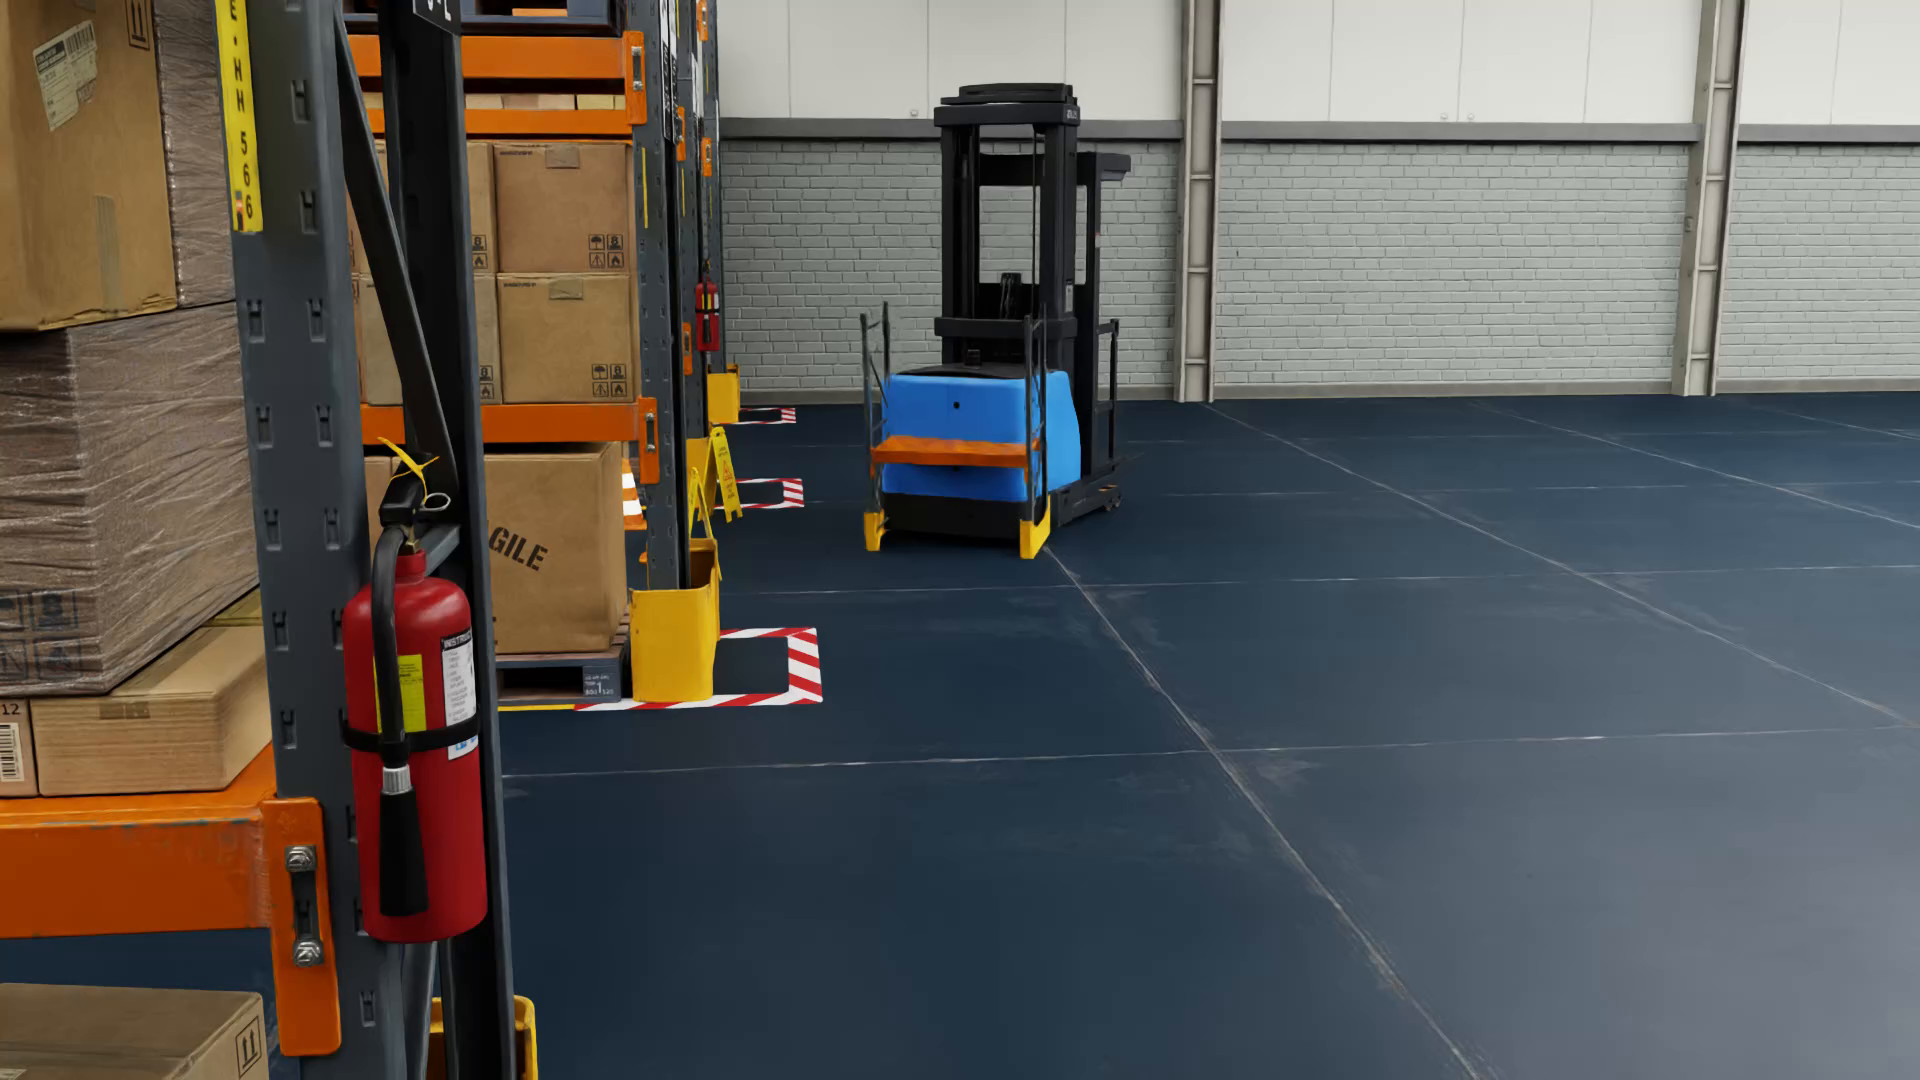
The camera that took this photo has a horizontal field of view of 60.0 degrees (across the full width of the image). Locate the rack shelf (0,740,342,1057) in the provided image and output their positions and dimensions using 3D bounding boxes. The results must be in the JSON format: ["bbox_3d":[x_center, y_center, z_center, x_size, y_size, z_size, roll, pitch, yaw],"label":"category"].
[{"bbox_3d":[-2.900,0.473,2.551,4.000,0.370,1.077,-1,11,-6],"label":"rack shelf"}]

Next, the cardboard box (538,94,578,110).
[{"bbox_3d":[-2.818,-3.099,11.732,0.250,0.149,0.380,-1,11,-4],"label":"cardboard box"}]

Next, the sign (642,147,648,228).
[{"bbox_3d":[-1.302,-1.455,6.878,0.005,0.325,0.100,-1,11,-6],"label":"sign"}]

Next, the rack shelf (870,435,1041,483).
[{"bbox_3d":[-0.012,-0.532,10.479,1.000,0.185,0.538,3,17,14],"label":"rack shelf"}]

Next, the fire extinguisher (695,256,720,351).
[{"bbox_3d":[-1.818,-1.698,11.931,0.183,0.674,0.296,-1,11,-6],"label":"fire extinguisher"}]

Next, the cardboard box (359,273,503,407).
[{"bbox_3d":[-2.255,-0.917,7.366,0.550,0.550,0.875,-1,11,-6],"label":"cardboard box"}]

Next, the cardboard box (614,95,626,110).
[{"bbox_3d":[-2.307,-3.110,11.785,0.250,0.149,0.380,-1,11,-6],"label":"cardboard box"}]

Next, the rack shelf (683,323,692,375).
[{"bbox_3d":[-3.970,-1.428,12.218,4.000,0.370,1.077,-1,11,-6],"label":"rack shelf"}]

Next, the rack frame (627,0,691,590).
[{"bbox_3d":[-1.347,-0.875,7.543,0.127,3.000,1.000,-1,11,-6],"label":"rack frame"}]

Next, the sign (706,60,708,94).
[{"bbox_3d":[-2.477,-4.537,16.305,0.005,0.325,0.100,-1,11,-6],"label":"sign"}]

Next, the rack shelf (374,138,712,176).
[{"bbox_3d":[-4.510,-3.851,16.771,4.000,0.370,1.077,-1,11,-6],"label":"rack shelf"}]

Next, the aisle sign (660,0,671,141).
[{"bbox_3d":[-1.244,-2.095,7.007,0.004,0.787,0.394,-1,11,-6],"label":"aisle sign"}]

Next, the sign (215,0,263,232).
[{"bbox_3d":[-0.872,-0.538,2.008,0.005,0.325,0.100,-1,11,-6],"label":"sign"}]

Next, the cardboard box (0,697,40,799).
[{"bbox_3d":[-1.422,0.252,2.461,0.250,0.149,0.380,-1,11,-6],"label":"cardboard box"}]

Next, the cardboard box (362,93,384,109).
[{"bbox_3d":[-4.087,-3.079,11.629,0.250,0.149,0.380,-1,11,-6],"label":"cardboard box"}]

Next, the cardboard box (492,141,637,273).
[{"bbox_3d":[-1.720,-1.478,7.423,0.550,0.550,0.875,-1,11,-6],"label":"cardboard box"}]

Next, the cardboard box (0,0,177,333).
[{"bbox_3d":[-1.432,-0.549,2.260,0.500,0.500,0.500,-1,11,-6],"label":"cardboard box"}]

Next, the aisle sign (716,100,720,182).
[{"bbox_3d":[-2.425,-3.995,16.672,0.004,0.787,0.394,-1,11,-6],"label":"aisle sign"}]

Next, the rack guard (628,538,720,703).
[{"bbox_3d":[-1.323,0.351,7.787,0.348,0.500,1.175,-1,11,-6],"label":"rack guard"}]

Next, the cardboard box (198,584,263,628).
[{"bbox_3d":[-1.221,0.162,2.921,0.250,0.149,0.380,-1,11,-6],"label":"cardboard box"}]

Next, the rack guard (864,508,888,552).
[{"bbox_3d":[-0.493,-0.129,10.727,0.087,0.250,0.587,3,17,14],"label":"rack guard"}]

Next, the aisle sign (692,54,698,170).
[{"bbox_3d":[-1.889,-3.043,11.834,0.004,0.787,0.394,-1,11,-6],"label":"aisle sign"}]

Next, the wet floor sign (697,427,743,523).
[{"bbox_3d":[-1.678,-0.466,11.564,0.232,0.644,0.267,3,11,14],"label":"wet floor sign"}]

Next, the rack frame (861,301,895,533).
[{"bbox_3d":[-0.510,-0.727,10.547,0.032,1.500,0.500,3,17,14],"label":"rack frame"}]

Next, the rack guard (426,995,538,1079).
[{"bbox_3d":[-0.987,1.306,2.927,0.348,0.500,1.175,-1,11,-6],"label":"rack guard"}]

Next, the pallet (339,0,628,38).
[{"bbox_3d":[-2.083,-2.286,7.173,1.213,0.211,1.003,-1,11,-6],"label":"pallet"}]

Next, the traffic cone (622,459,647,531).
[{"bbox_3d":[-2.270,-0.321,11.302,0.334,0.463,0.336,-1,11,-6],"label":"traffic cone"}]

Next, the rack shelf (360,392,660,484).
[{"bbox_3d":[-3.335,-0.480,7.401,4.000,0.370,1.077,-1,11,-6],"label":"rack shelf"}]

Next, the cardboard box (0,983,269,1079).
[{"bbox_3d":[-1.534,1.109,2.845,0.500,0.500,0.500,1,11,4],"label":"cardboard box"}]

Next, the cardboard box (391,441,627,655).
[{"bbox_3d":[-2.014,-0.012,7.571,0.875,0.875,0.875,-1,11,-6],"label":"cardboard box"}]

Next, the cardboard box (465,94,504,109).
[{"bbox_3d":[-3.320,-3.092,11.697,0.250,0.149,0.380,-1,11,-7],"label":"cardboard box"}]

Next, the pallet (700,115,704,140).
[{"bbox_3d":[-3.228,-4.193,16.872,1.213,0.211,1.003,-1,11,-6],"label":"pallet"}]

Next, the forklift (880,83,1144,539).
[{"bbox_3d":[0.541,-1.672,11.773,1.130,2.935,3.031,5,12,24],"label":"forklift"}]

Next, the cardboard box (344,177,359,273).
[{"bbox_3d":[-2.828,-1.463,7.348,0.550,0.550,0.875,-1,11,-6],"label":"cardboard box"}]

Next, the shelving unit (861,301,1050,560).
[{"bbox_3d":[-0.026,-0.704,10.429,1.083,1.500,0.587,3,17,14],"label":"shelving unit"}]

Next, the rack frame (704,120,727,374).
[{"bbox_3d":[-2.522,-2.774,17.203,0.127,3.000,1.000,-1,11,-6],"label":"rack frame"}]

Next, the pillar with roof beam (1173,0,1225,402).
[{"bbox_3d":[3.118,-5.175,13.866,0.400,9.000,9.100,-1,11,-6],"label":"pillar with roof beam"}]

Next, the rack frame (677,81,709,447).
[{"bbox_3d":[-1.982,-1.822,12.361,0.127,3.000,1.000,-1,11,-6],"label":"rack frame"}]
